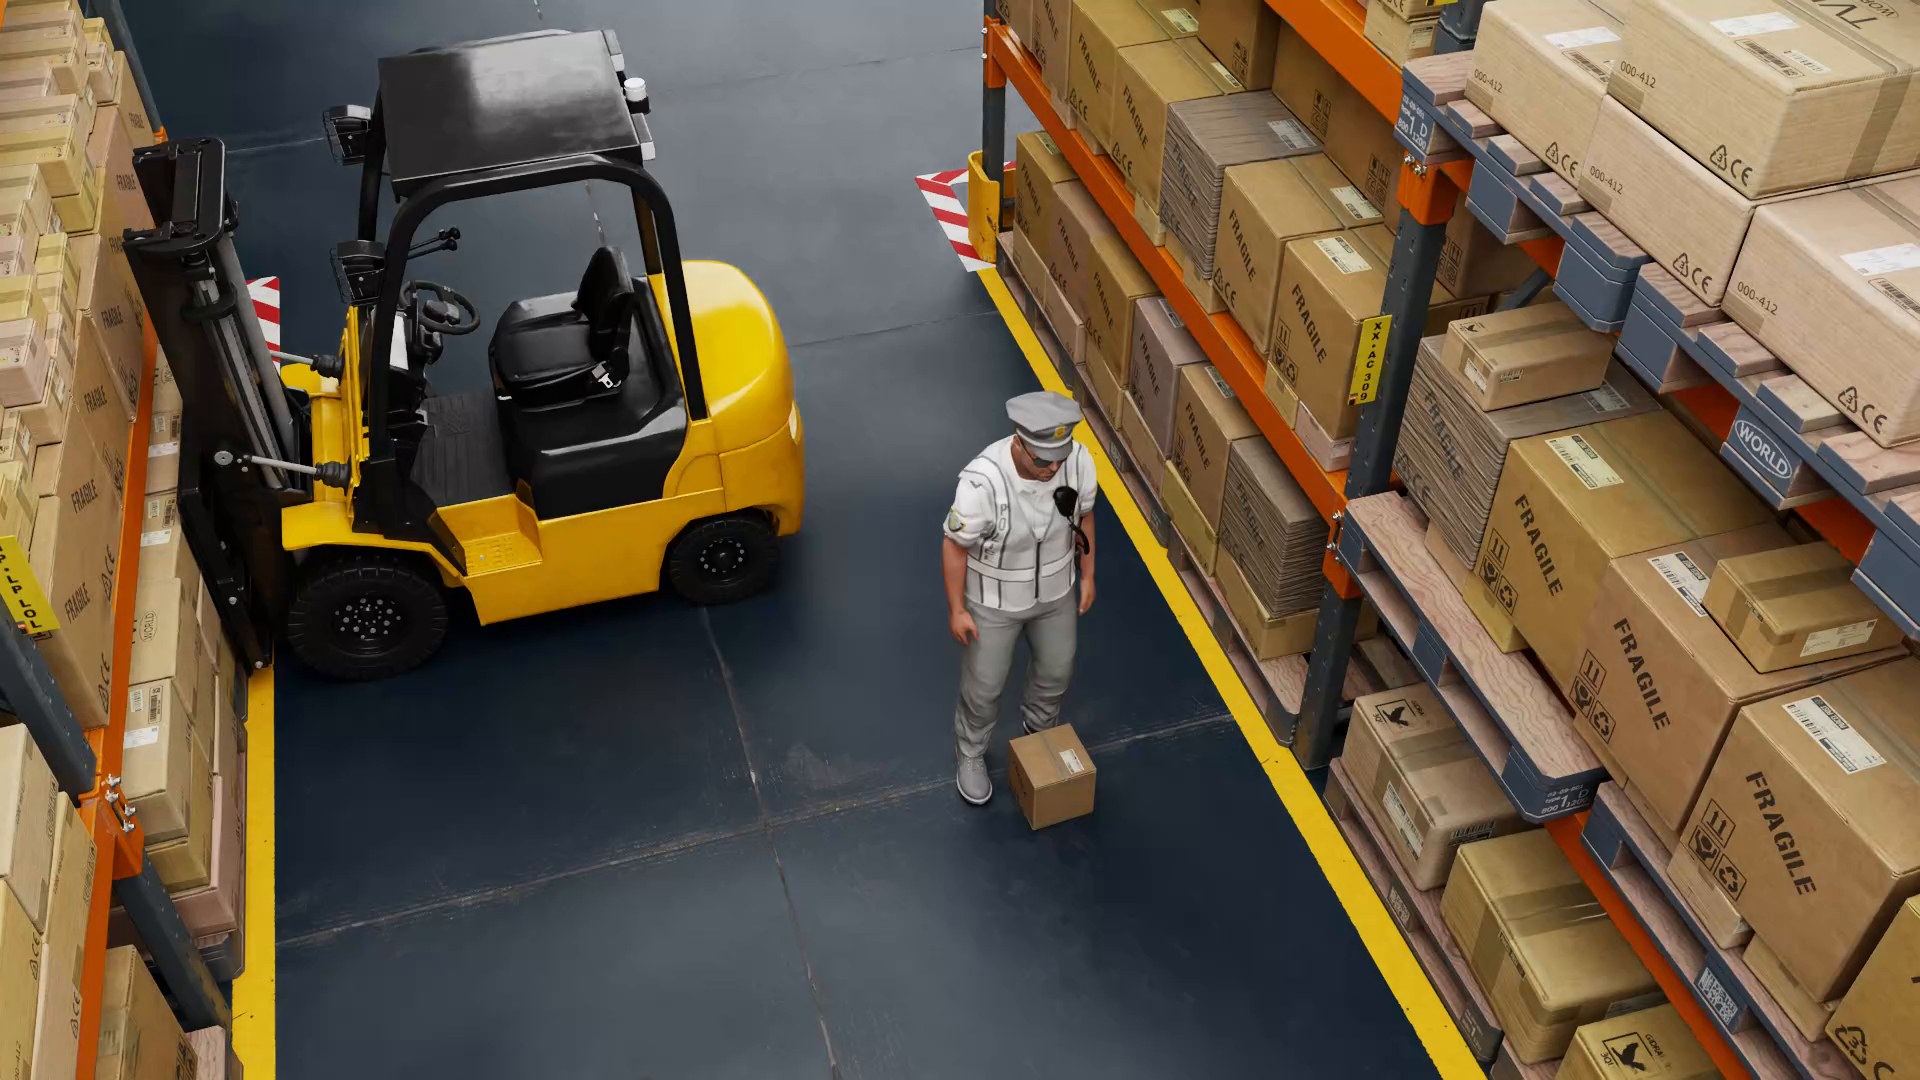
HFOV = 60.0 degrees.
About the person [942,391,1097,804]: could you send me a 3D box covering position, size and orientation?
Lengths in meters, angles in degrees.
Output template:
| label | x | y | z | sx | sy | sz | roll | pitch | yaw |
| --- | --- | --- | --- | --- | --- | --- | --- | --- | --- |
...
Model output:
| label | x | y | z | sx | sy | sz | roll | pitch | yaw |
| --- | --- | --- | --- | --- | --- | --- | --- | --- | --- |
| person | 0.214 | 0.172 | 5.966 | 0.584 | 1.744 | 0.438 | -16 | 44 | -17 |
